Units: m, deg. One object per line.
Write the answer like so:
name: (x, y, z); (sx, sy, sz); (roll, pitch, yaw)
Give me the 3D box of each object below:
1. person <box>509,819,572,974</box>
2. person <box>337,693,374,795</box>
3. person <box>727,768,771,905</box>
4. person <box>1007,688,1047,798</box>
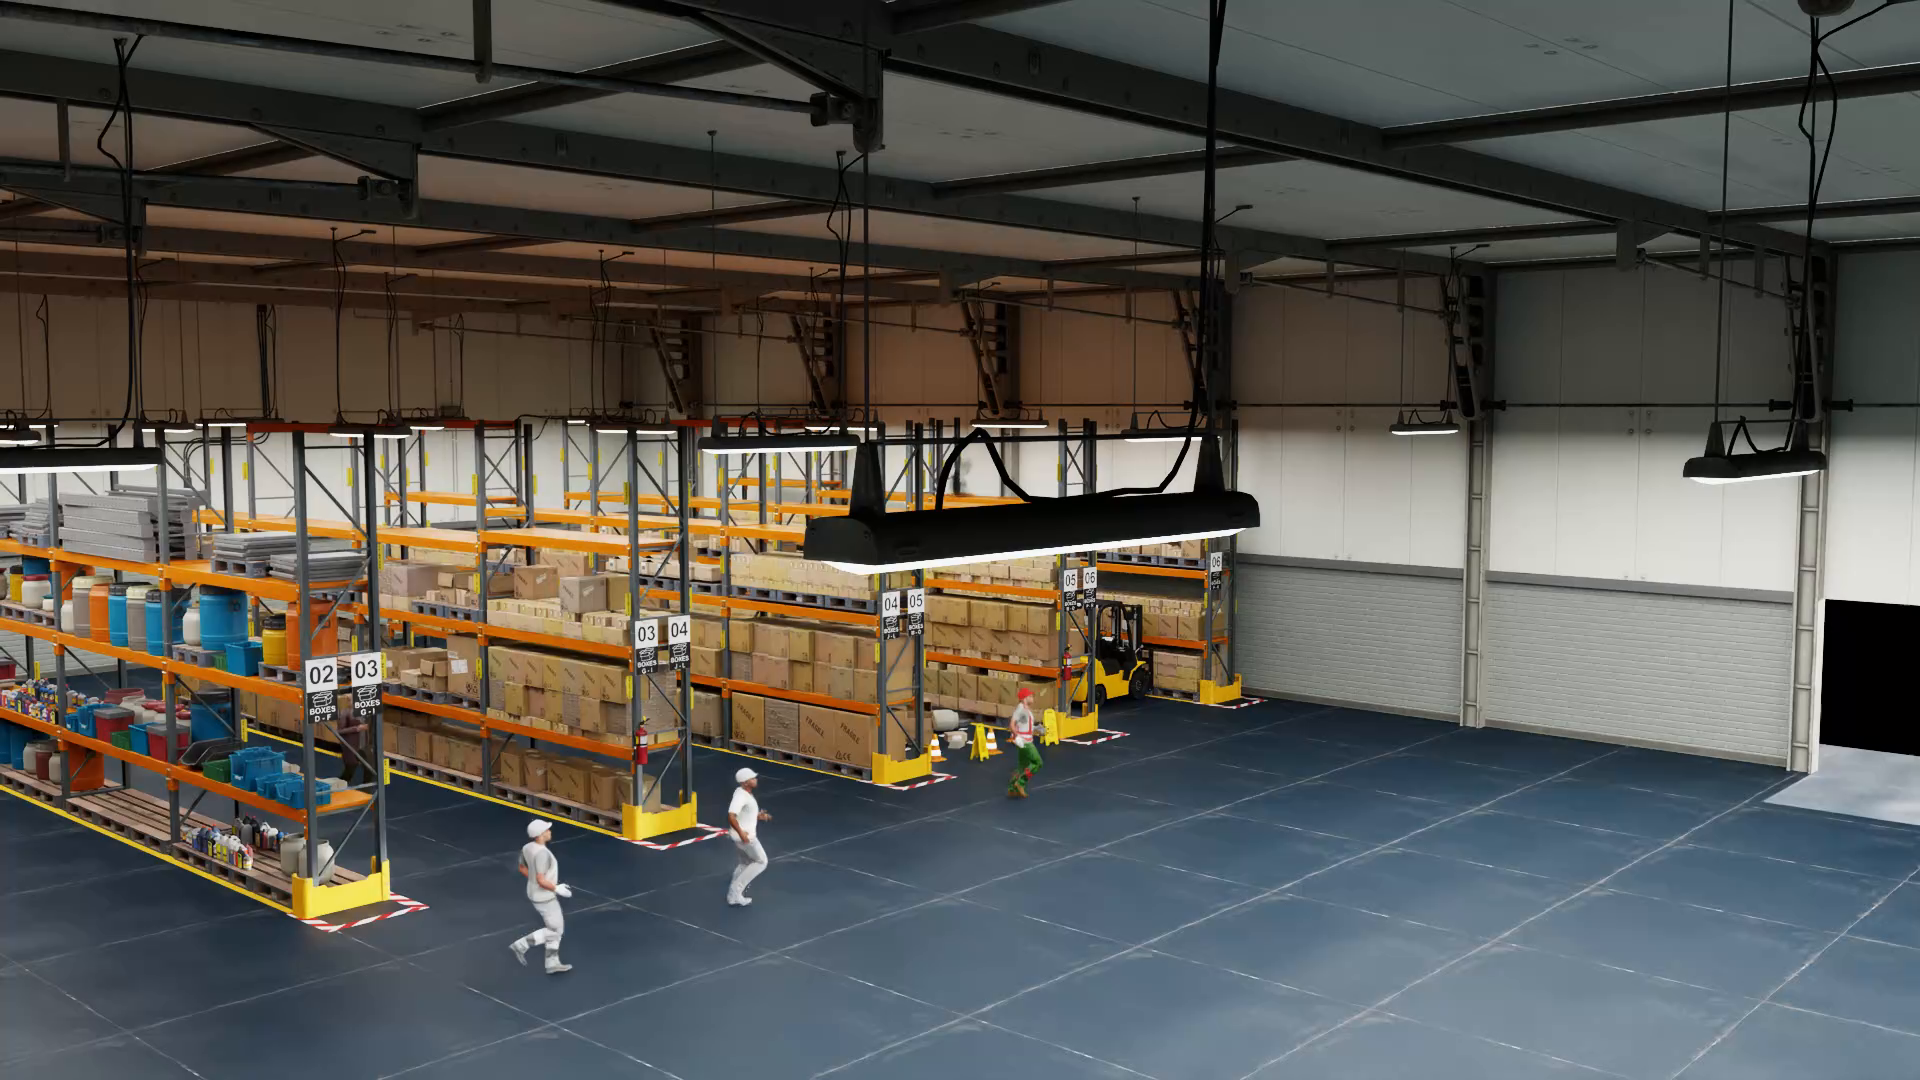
person: (-4.666, 3.956, 18.412); (0.718, 1.750, 0.655); (-3, 5, -31)
person: (-9.525, 3.297, 26.195); (0.806, 1.841, 0.692); (3, 5, 30)
person: (-2.667, 3.738, 21.057); (0.600, 1.729, 0.677); (-1, 5, -15)
person: (1.084, 3.257, 26.779); (0.644, 1.758, 0.655); (0, 5, -1)
